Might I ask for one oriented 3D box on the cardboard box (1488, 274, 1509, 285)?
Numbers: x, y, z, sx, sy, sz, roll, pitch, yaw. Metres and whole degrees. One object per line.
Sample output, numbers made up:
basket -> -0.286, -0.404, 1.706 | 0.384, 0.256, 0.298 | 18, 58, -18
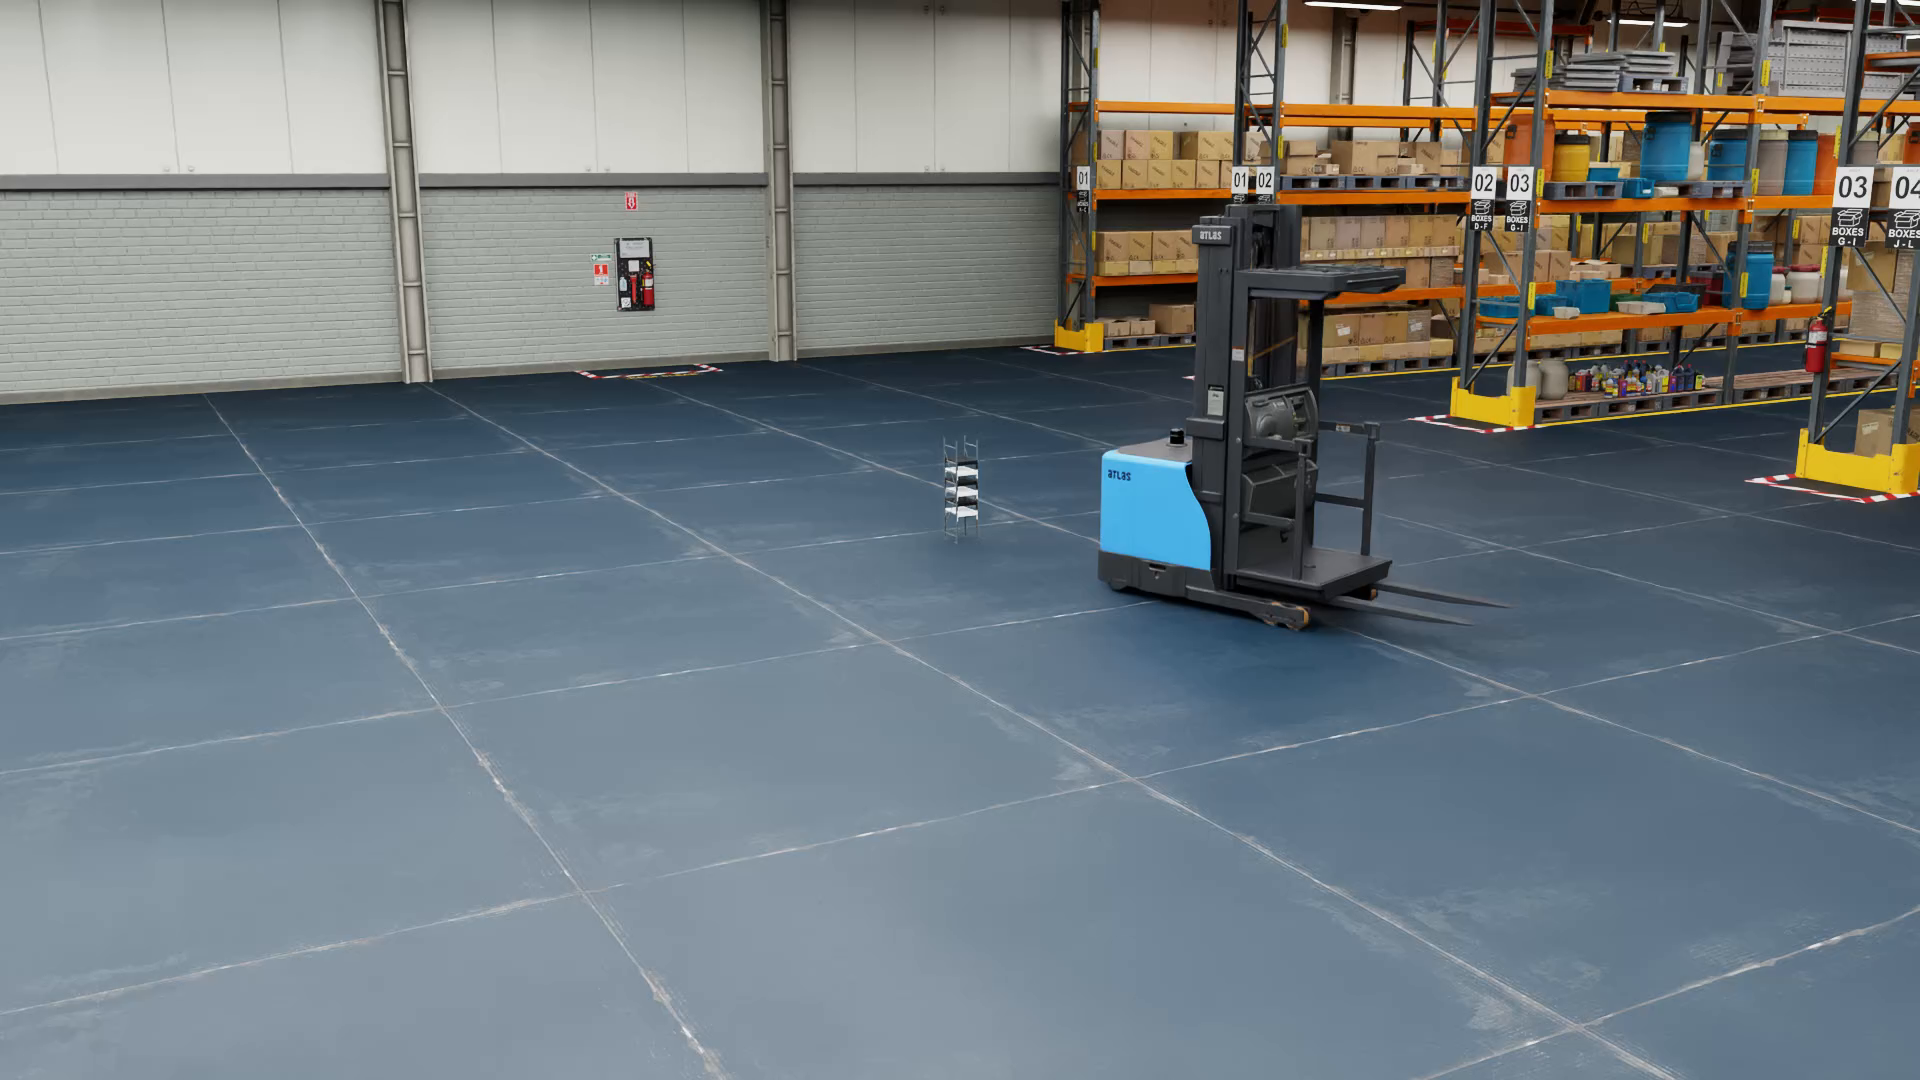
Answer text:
cardboard box -> 8.830, -4.300, 27.456 | 0.250, 0.149, 0.380 | -7, 14, -28

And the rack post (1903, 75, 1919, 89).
rack post -> 14.452, -6.809, 24.539 | 0.937, 0.300, 0.954 | -7, 14, -28

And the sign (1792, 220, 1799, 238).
sign -> 15.245, -5.669, 30.328 | 0.005, 0.325, 0.100 | -7, 14, -28

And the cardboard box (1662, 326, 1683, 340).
cardboard box -> 12.458, -3.834, 29.503 | 0.500, 0.500, 0.500 | -7, 15, -30

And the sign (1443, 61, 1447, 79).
sign -> 9.357, -9.061, 32.069 | 0.005, 0.325, 0.100 | -7, 14, -28

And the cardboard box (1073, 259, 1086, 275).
cardboard box -> 2.384, -4.925, 29.959 | 0.500, 0.250, 0.500 | -7, 14, -27

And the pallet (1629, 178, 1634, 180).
pallet -> 10.912, -6.072, 28.357 | 1.003, 0.211, 1.213 | -6, 14, -25

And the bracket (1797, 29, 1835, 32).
bracket -> 20.162, -11.881, 38.710 | 3.189, 0.066, 0.076 | -7, 14, -28

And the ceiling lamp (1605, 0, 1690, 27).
ceiling lamp -> 13.211, -11.311, 31.077 | 2.000, 3.185, 0.800 | -7, 14, -28

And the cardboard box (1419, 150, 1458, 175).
cardboard box -> 9.478, -7.532, 33.182 | 0.500, 0.500, 0.700 | -8, 15, -32

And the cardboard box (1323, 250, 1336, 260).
cardboard box -> 5.564, -4.393, 25.594 | 0.250, 0.149, 0.380 | -7, 14, -29

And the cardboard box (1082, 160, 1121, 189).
cardboard box -> 2.480, -6.411, 29.160 | 0.500, 0.500, 0.500 | -6, 14, -26

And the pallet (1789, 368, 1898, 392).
pallet -> 13.137, -2.400, 24.793 | 1.213, 0.211, 1.003 | -7, 14, -28

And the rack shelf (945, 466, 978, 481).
rack shelf -> 0.007, -0.583, 14.482 | 0.200, 0.077, 0.258 | -7, 14, -28

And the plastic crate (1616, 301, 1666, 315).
plastic crate -> 9.020, -3.065, 21.999 | 0.437, 0.136, 0.530 | -7, 14, -28

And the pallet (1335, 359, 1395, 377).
pallet -> 6.164, -2.804, 26.586 | 1.213, 0.211, 1.003 | -7, 14, -28

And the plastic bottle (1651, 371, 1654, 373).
plastic bottle -> 9.374, -2.143, 22.483 | 0.133, 0.283, 0.061 | -7, 14, -28

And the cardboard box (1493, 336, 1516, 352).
cardboard box -> 8.876, -3.280, 27.659 | 0.500, 0.250, 0.500 | -6, 14, -26

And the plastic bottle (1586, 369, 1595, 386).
plastic bottle -> 8.572, -2.192, 22.720 | 0.135, 0.276, 0.152 | -7, 15, -29

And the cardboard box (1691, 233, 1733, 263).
cardboard box -> 13.455, -5.266, 29.993 | 0.500, 0.500, 0.700 | -12, 17, -42

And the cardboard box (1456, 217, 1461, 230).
cardboard box -> 9.636, -6.314, 33.176 | 0.500, 0.250, 0.500 | -6, 14, -27

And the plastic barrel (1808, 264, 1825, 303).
plastic barrel -> 12.293, -3.661, 23.736 | 0.433, 0.535, 0.433 | 0, 13, 0

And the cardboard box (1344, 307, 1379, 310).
cardboard box -> 6.520, -3.504, 26.947 | 0.500, 0.500, 0.500 | -7, 14, -28

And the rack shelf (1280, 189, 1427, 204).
rack shelf -> 7.333, -6.646, 32.114 | 4.000, 0.370, 1.077 | -7, 14, -28

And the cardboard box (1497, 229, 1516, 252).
cardboard box -> 10.991, -6.111, 33.980 | 0.500, 0.500, 0.500 | -6, 14, -26

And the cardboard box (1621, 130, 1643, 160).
cardboard box -> 11.851, -6.834, 28.808 | 0.500, 0.500, 0.500 | -7, 14, -28

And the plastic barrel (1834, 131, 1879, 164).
plastic barrel -> 13.010, -5.498, 24.233 | 0.600, 0.901, 0.600 | 0, 13, 0

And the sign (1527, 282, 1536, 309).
sign -> 7.073, -3.022, 20.573 | 0.005, 0.325, 0.100 | -7, 14, -28

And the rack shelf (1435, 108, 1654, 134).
rack shelf -> 9.710, -6.960, 27.589 | 4.000, 0.370, 1.077 | -7, 14, -28

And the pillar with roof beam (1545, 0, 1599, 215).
pillar with roof beam -> 14.862, -8.502, 31.892 | 0.548, 9.000, 9.100 | -7, 14, -28

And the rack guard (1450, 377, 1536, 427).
rack guard -> 6.858, -1.790, 21.427 | 0.348, 0.500, 1.175 | -7, 14, -28

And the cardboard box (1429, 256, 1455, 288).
cardboard box -> 7.568, -4.370, 26.966 | 0.500, 0.500, 0.700 | -7, 15, -29

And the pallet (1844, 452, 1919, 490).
pallet -> 9.983, -0.765, 17.526 | 1.213, 0.211, 1.003 | -7, 14, -28

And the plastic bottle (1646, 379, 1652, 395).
plastic bottle -> 9.210, -2.052, 22.265 | 0.097, 0.201, 0.097 | 0, 13, 0

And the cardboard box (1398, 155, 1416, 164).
cardboard box -> 6.912, -6.003, 26.546 | 0.500, 0.311, 0.500 | -8, 15, -31

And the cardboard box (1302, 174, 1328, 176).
cardboard box -> 6.636, -7.055, 31.539 | 0.500, 0.311, 0.500 | -6, 14, -26

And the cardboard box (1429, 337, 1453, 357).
cardboard box -> 7.652, -3.141, 27.041 | 0.500, 0.250, 0.500 | -7, 14, -28

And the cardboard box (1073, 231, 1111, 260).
cardboard box -> 2.378, -5.295, 29.894 | 0.500, 0.500, 0.500 | -7, 14, -28

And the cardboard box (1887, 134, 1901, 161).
cardboard box -> 17.565, -7.538, 31.933 | 0.500, 0.500, 0.700 | -7, 14, -28

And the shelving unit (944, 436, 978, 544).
shelving unit -> 0.007, -0.440, 14.514 | 0.210, 0.900, 0.258 | -7, 14, -28

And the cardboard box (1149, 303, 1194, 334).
cardboard box -> 3.885, -4.080, 30.599 | 0.500, 0.500, 0.700 | -8, 15, -31

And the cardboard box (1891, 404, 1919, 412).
cardboard box -> 10.251, -1.156, 17.650 | 0.500, 0.500, 0.500 | -3, 13, -13

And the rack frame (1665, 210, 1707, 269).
rack frame -> 16.110, -6.585, 37.039 | 0.127, 3.000, 1.000 | -7, 14, -28

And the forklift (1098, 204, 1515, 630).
forklift -> 2.509, -0.922, 12.029 | 3.031, 2.935, 1.130 | 11, 17, 40

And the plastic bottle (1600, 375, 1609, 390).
plastic bottle -> 8.811, -2.155, 22.726 | 0.097, 0.201, 0.097 | 0, 13, 0

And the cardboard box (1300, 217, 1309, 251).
cardboard box -> 4.906, -4.682, 25.398 | 0.500, 0.500, 0.700 | -7, 14, -28

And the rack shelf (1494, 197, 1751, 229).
rack shelf -> 8.569, -4.316, 21.761 | 4.000, 0.370, 1.077 | -7, 14, -28

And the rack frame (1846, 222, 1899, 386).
rack frame -> 13.835, -3.835, 24.816 | 0.127, 3.000, 1.000 | -7, 14, -28

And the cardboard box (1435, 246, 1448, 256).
cardboard box -> 7.600, -4.638, 26.683 | 0.250, 0.149, 0.380 | -7, 15, -29

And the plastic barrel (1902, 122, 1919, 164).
plastic barrel -> 14.335, -5.771, 24.656 | 0.708, 0.830, 0.600 | -7, 14, -28
